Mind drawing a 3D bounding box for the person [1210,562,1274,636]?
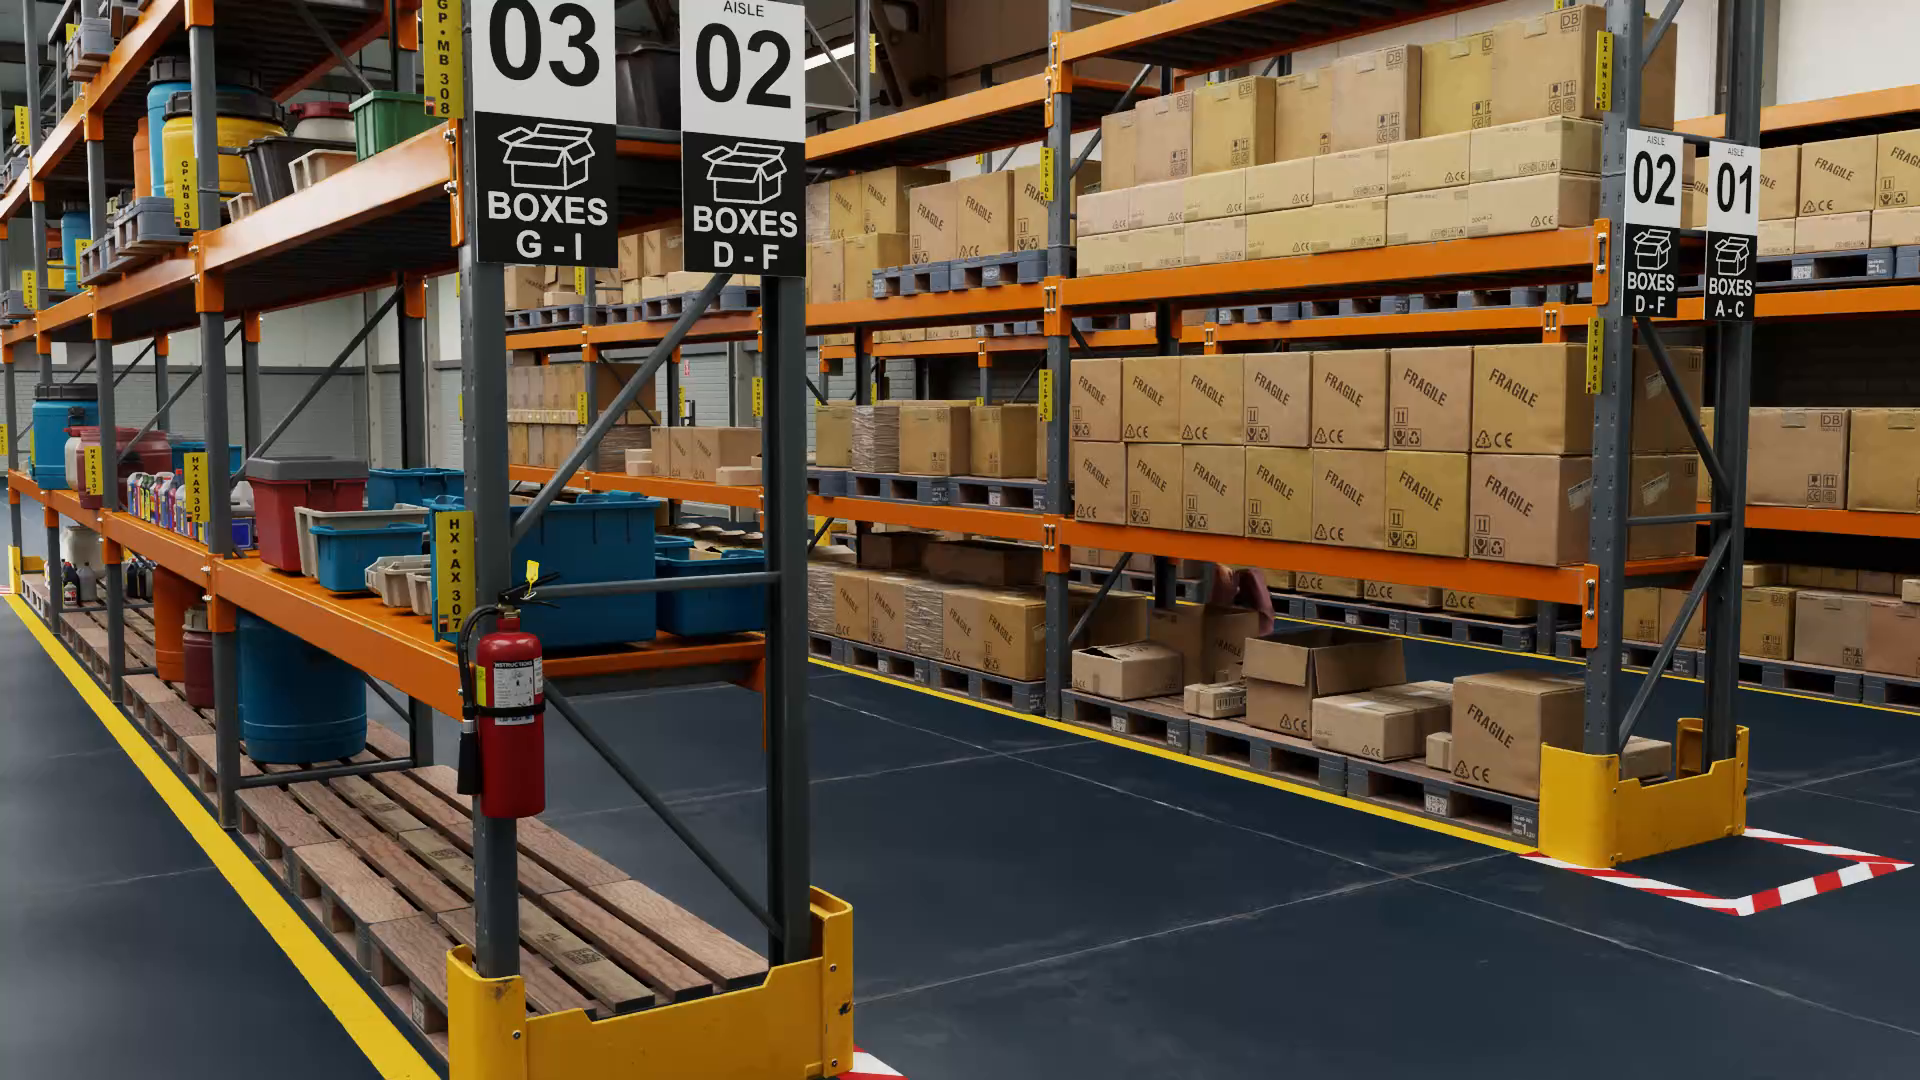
[{"bbox_3d":[2.003,0.195,12.180,0.446,1.633,0.958,-3,6,-33],"label":"person"}]
